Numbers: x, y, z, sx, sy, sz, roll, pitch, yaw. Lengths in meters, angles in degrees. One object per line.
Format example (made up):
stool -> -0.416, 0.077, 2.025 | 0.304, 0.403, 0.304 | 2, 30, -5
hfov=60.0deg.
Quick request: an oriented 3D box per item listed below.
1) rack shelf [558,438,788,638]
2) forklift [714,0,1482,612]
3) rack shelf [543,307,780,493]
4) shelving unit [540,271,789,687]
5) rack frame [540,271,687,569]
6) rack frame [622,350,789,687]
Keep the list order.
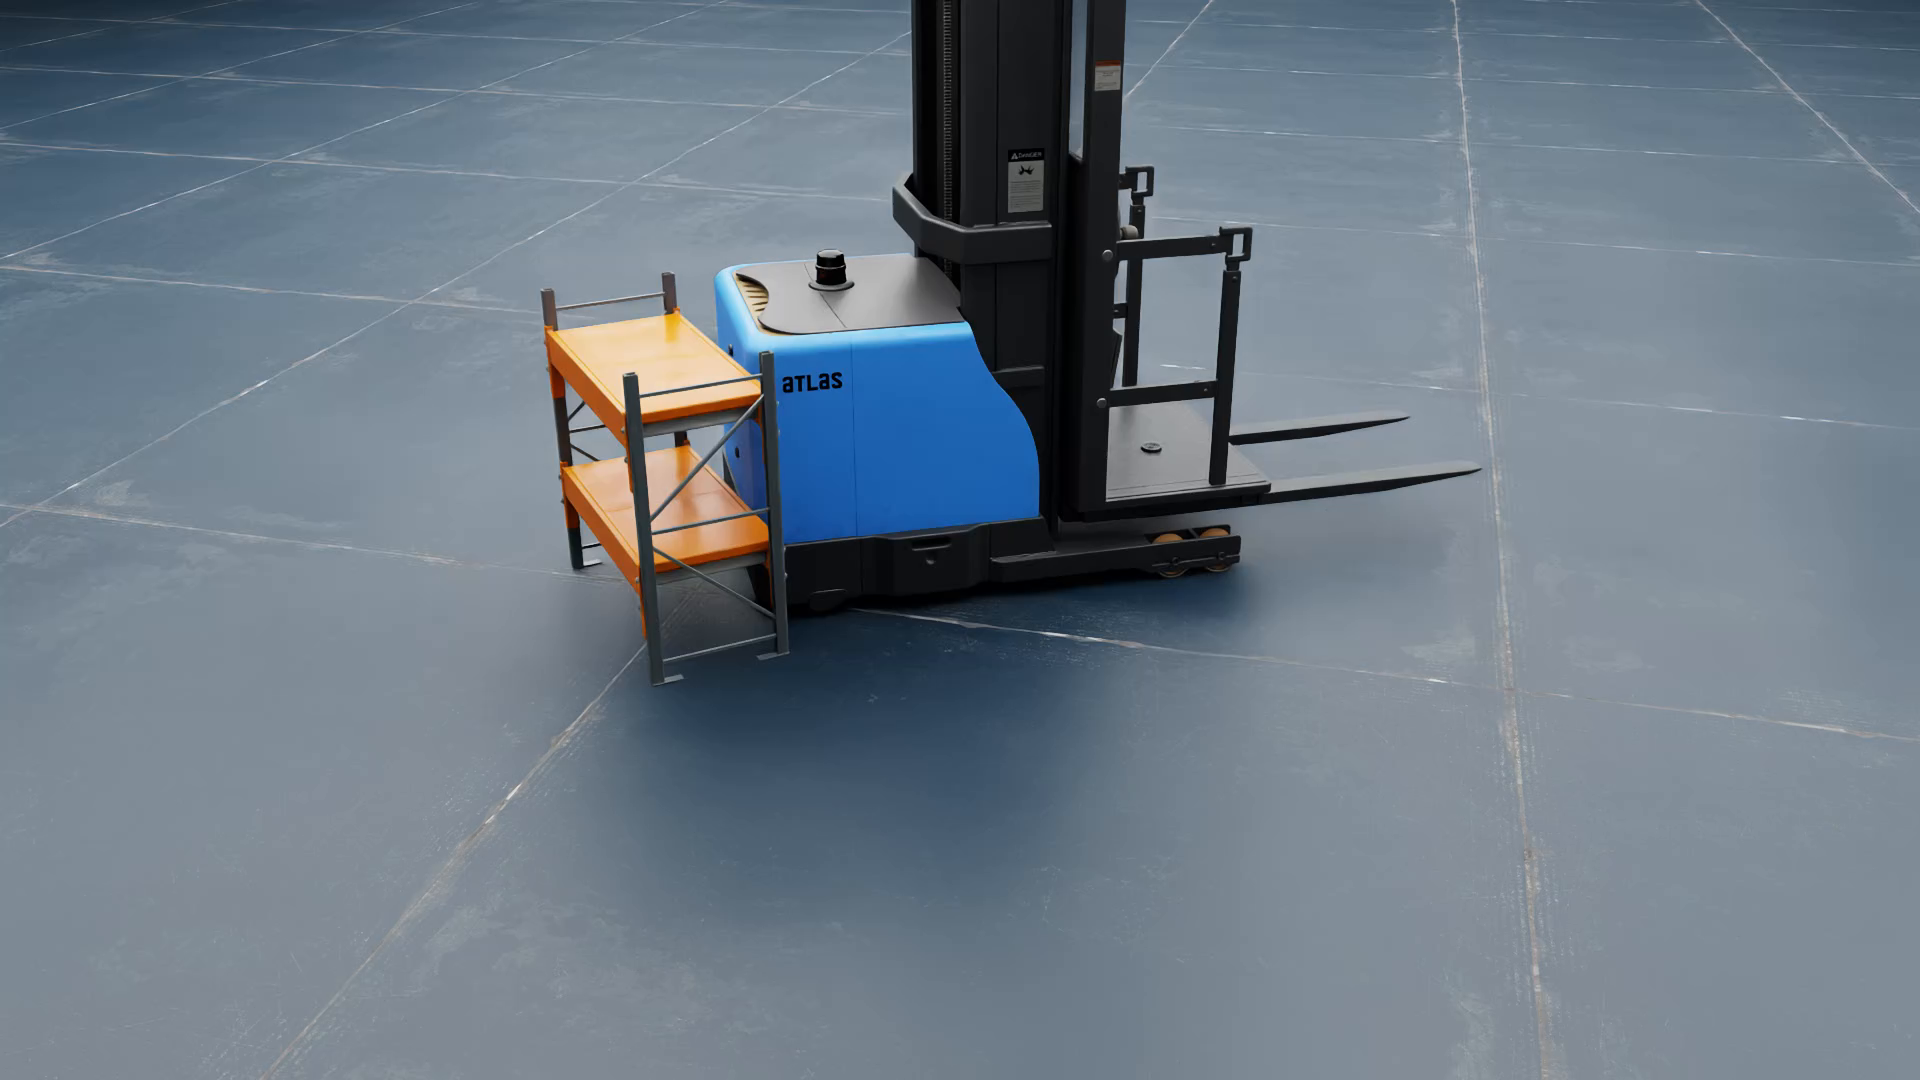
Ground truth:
rack shelf -> -1.067, -0.033, 6.079 | 0.538, 0.278, 1.000 | -12, 28, -24
forklift -> 0.603, -1.391, 6.262 | 3.031, 2.935, 1.130 | -6, 26, -13
rack shelf -> -1.067, -0.518, 5.848 | 0.538, 0.278, 1.000 | -12, 28, -24
shelving unit -> -1.067, -0.254, 5.974 | 0.538, 1.125, 1.048 | -12, 28, -24
rack frame -> -1.298, -0.448, 6.383 | 0.500, 1.125, 0.032 | -12, 28, -24
rack frame -> -0.835, -0.059, 5.566 | 0.500, 1.125, 0.032 | -12, 28, -24
